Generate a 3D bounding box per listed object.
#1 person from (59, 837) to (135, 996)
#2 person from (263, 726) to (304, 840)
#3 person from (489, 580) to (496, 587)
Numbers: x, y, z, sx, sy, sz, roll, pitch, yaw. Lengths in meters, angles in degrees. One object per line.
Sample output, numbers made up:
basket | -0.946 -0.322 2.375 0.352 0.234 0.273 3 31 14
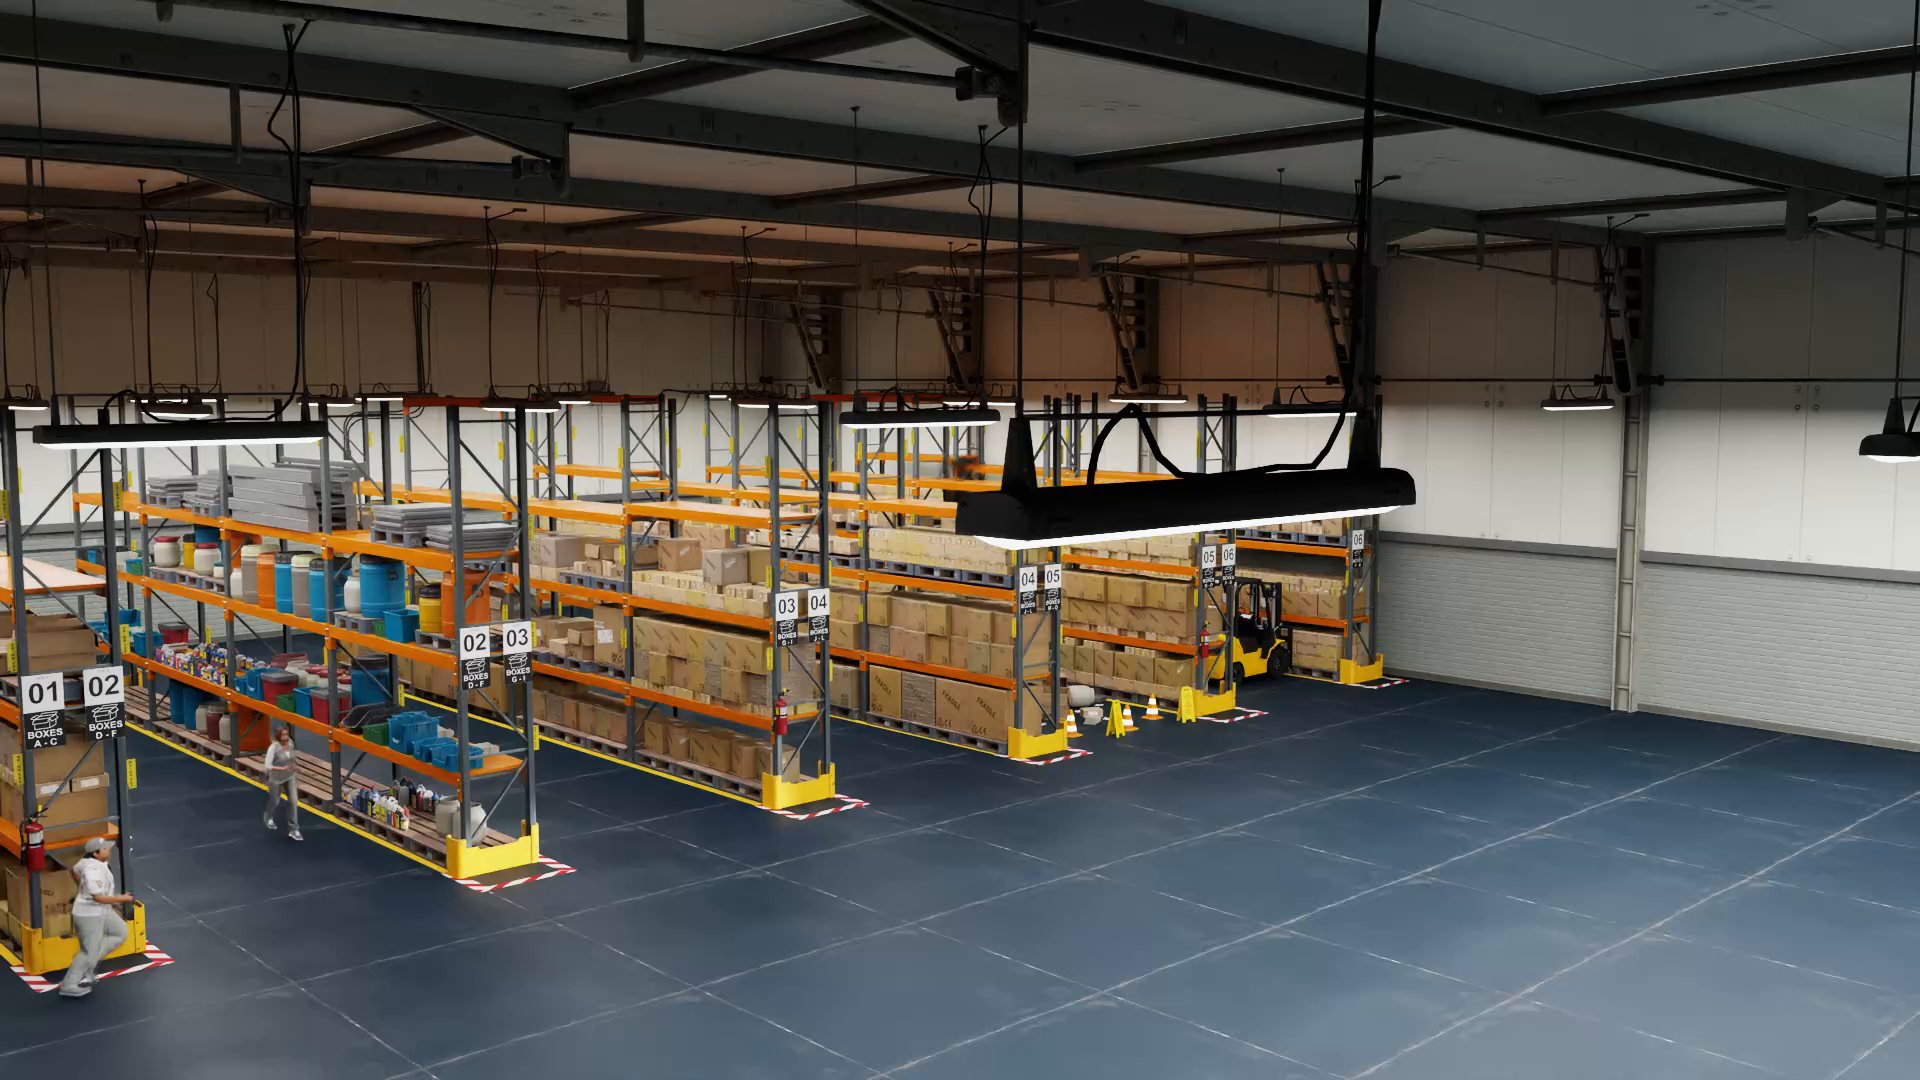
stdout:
person | -8.936 3.855 17.203 0.736 1.612 0.623 -2 6 -23
person | -9.380 3.315 22.947 0.923 1.572 0.545 5 8 43
person | -11.125 1.709 39.516 0.579 1.635 0.727 -2 6 -22
